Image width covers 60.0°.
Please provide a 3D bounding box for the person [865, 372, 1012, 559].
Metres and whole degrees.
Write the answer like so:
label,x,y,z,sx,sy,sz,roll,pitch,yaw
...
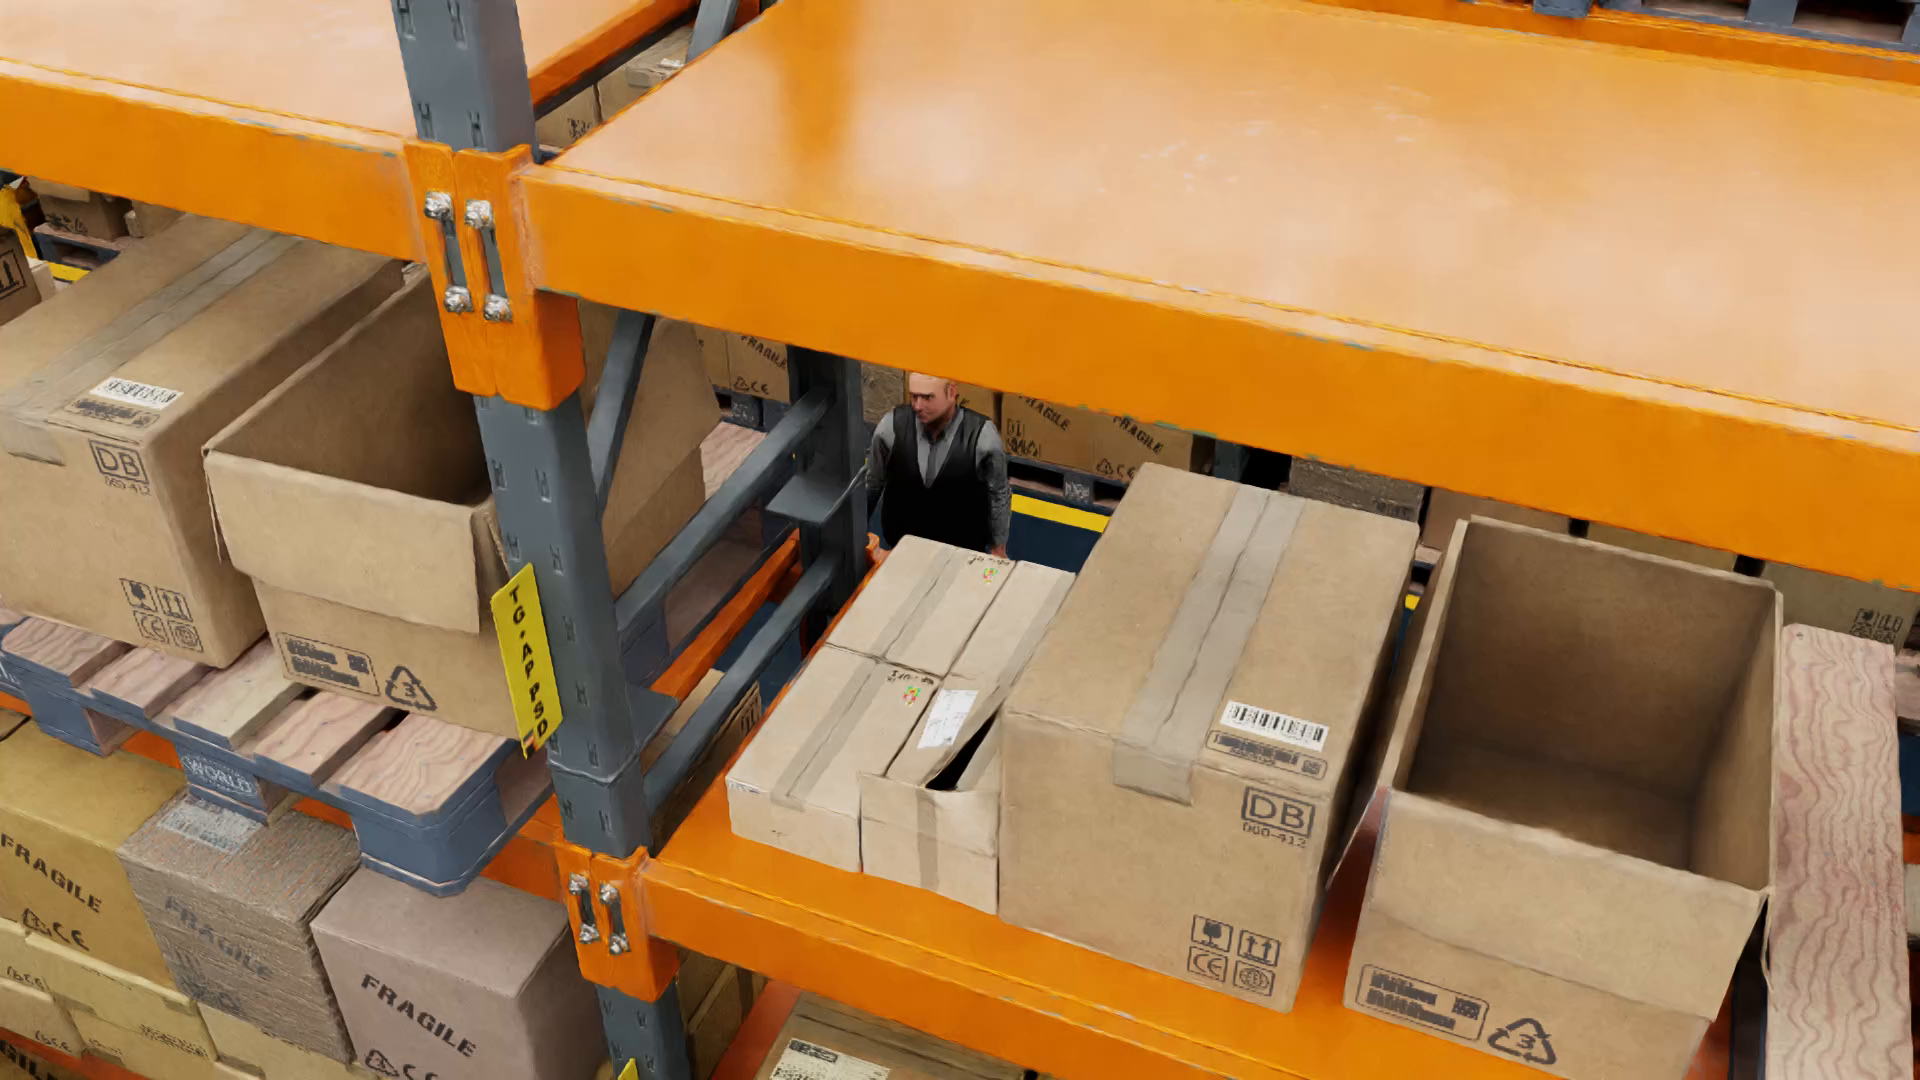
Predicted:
label,x,y,z,sx,sy,sz,roll,pitch,yaw
person,-0.126,0.012,6.823,0.745,1.723,0.641,4,37,5
